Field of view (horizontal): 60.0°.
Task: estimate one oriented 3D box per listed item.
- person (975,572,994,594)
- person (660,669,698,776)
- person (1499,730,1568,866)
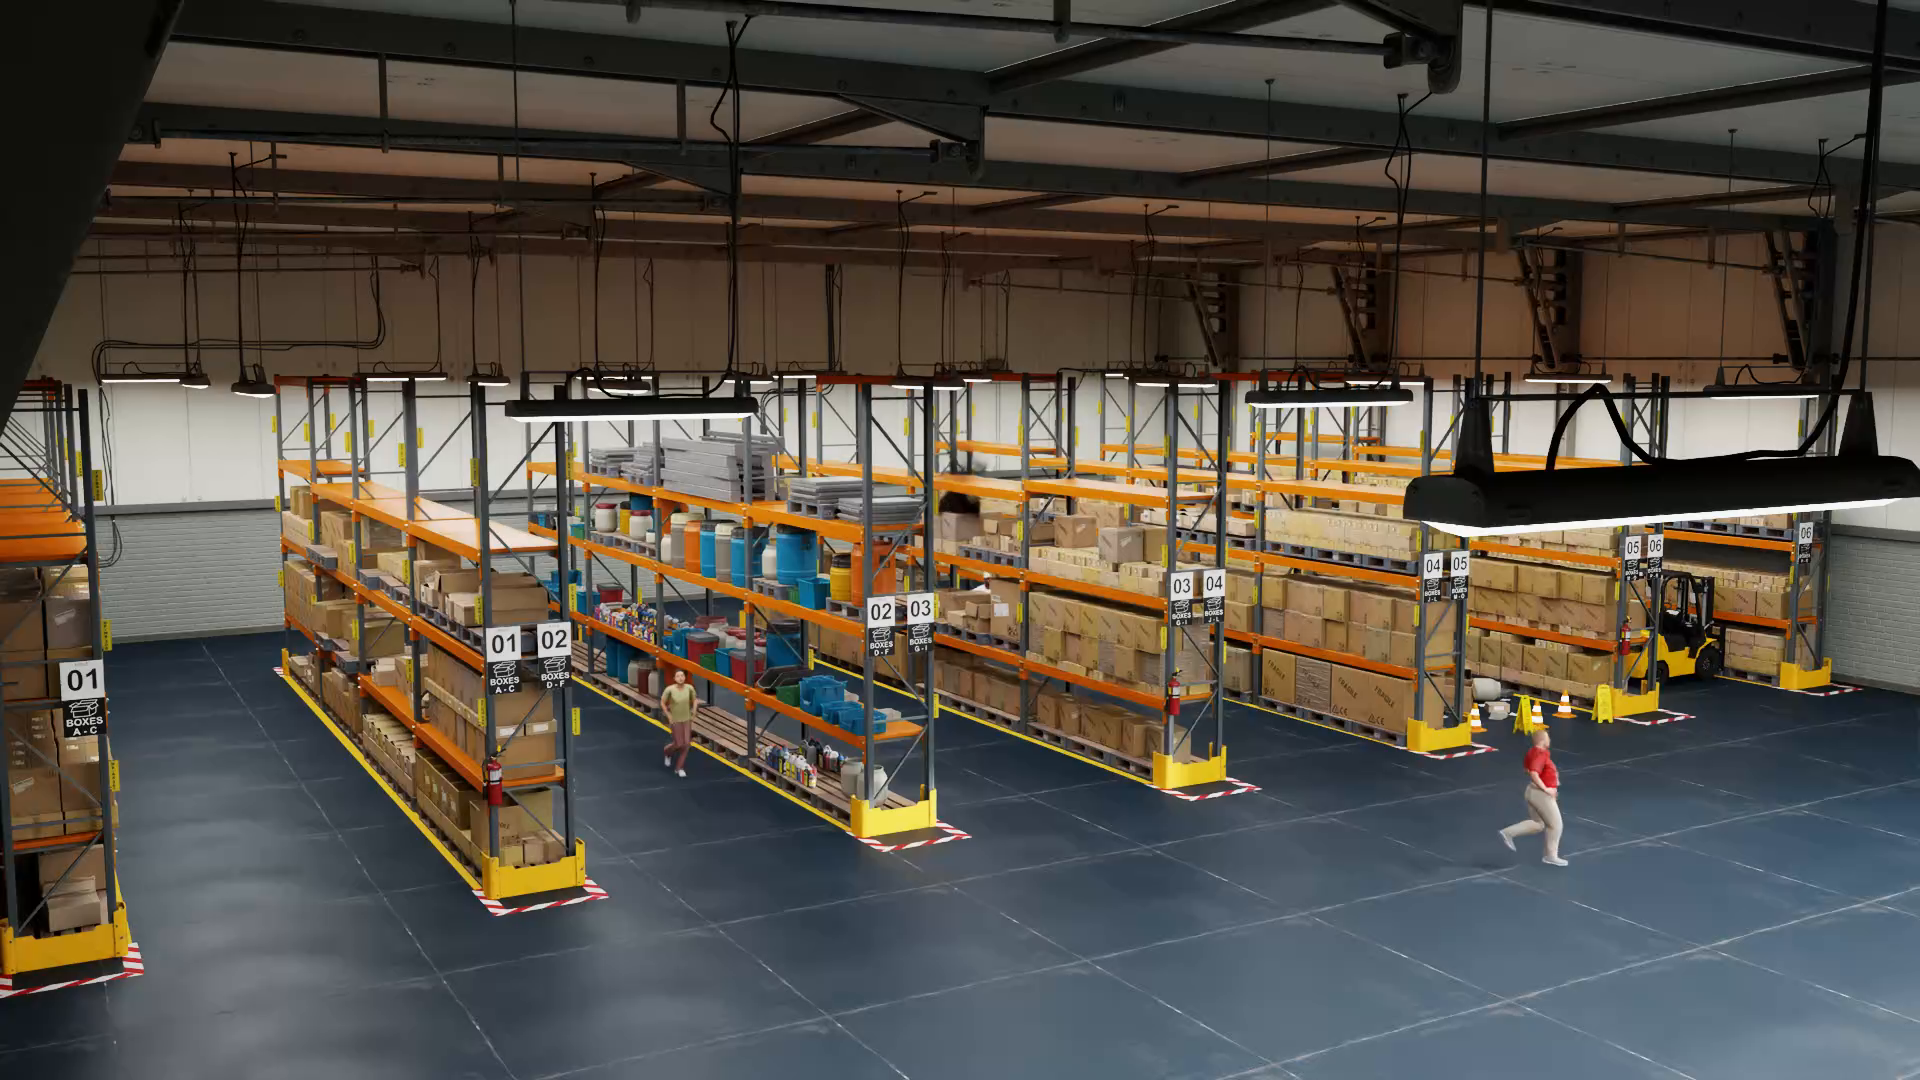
[{"bbox_3d":[0.612,1.548,35.942,0.736,1.722,0.605,-3,7,-24],"label":"person"},{"bbox_3d":[-4.261,2.758,25.349,0.574,1.639,0.585,-3,7,-28],"label":"person"},{"bbox_3d":[7.227,3.228,20.804,0.819,1.721,0.663,0,6,1],"label":"person"}]
